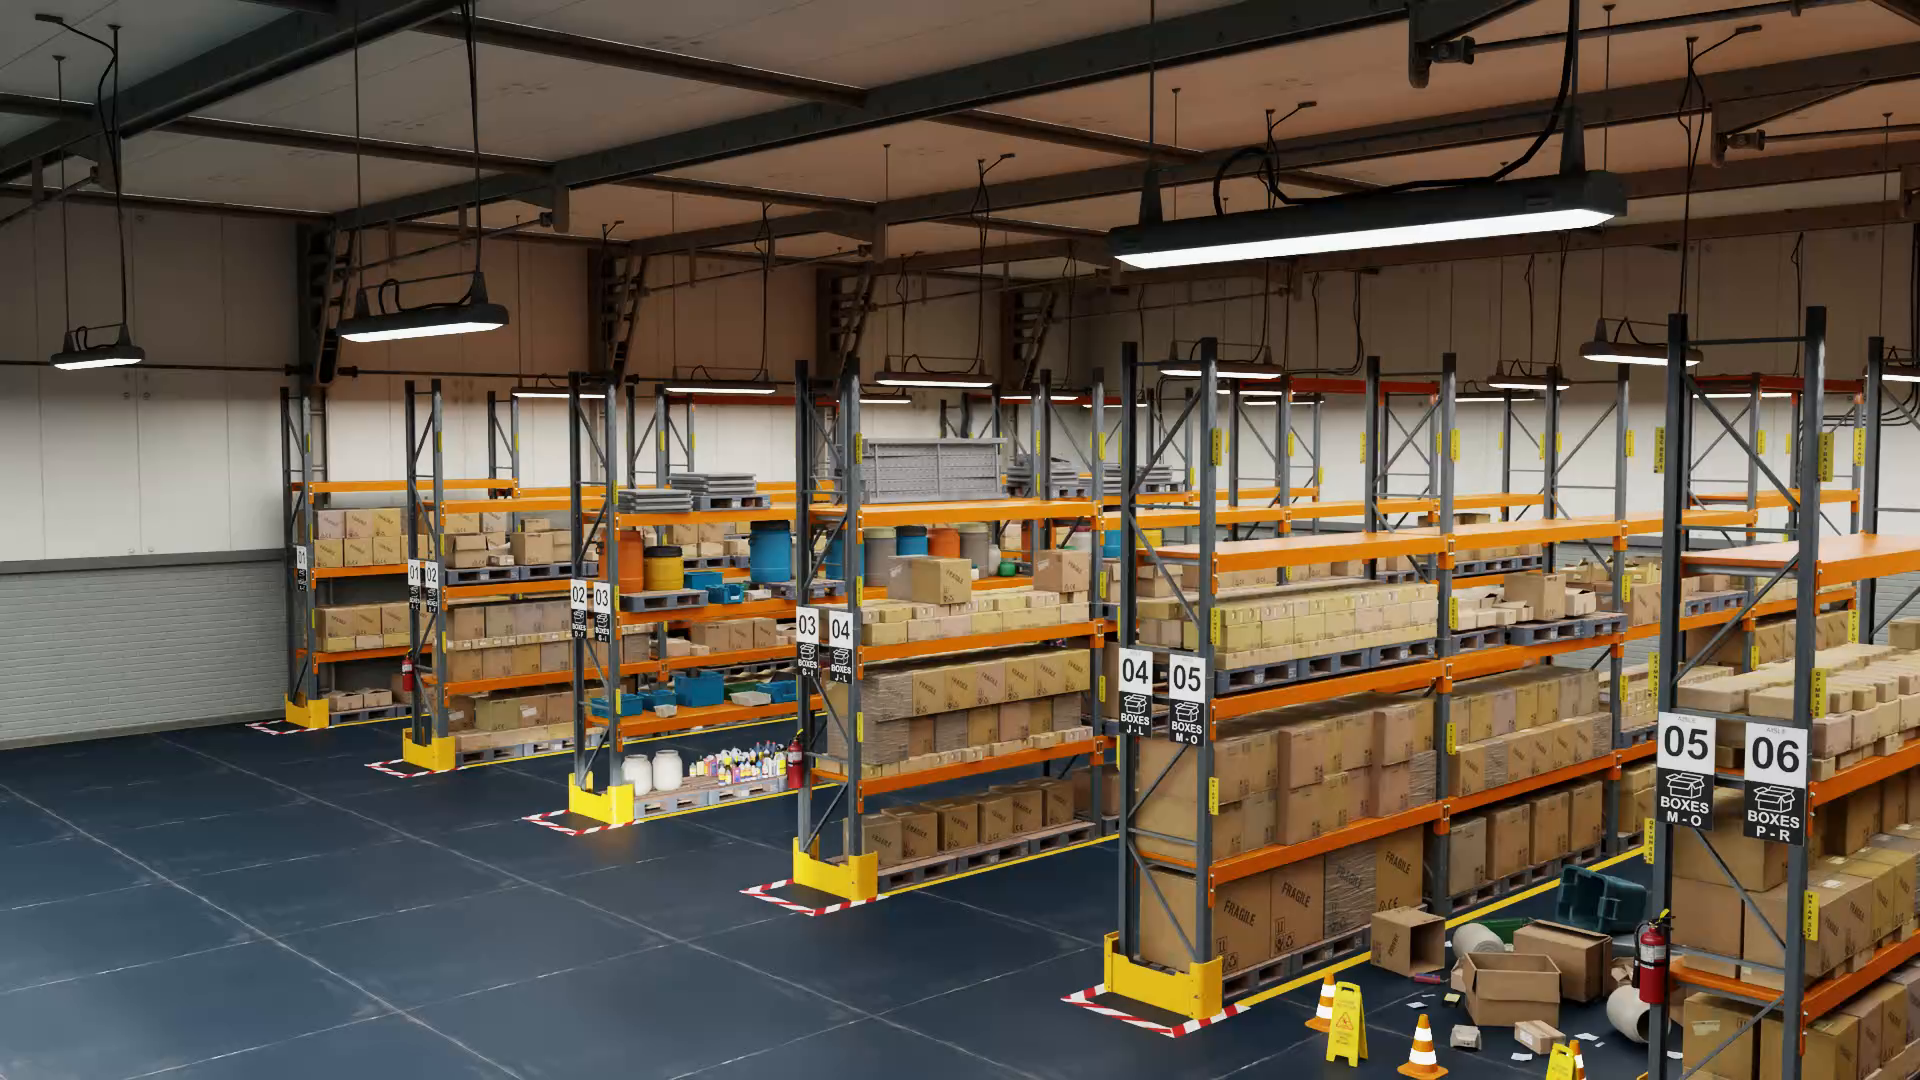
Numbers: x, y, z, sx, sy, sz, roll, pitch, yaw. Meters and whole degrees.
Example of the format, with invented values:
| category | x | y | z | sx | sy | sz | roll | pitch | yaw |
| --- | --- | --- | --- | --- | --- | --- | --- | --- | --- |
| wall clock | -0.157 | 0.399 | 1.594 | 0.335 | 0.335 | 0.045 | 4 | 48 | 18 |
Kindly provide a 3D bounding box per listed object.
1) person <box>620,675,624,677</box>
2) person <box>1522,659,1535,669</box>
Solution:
| category | x | y | z | sx | sy | sz | roll | pitch | yaw |
| --- | --- | --- | --- | --- | --- | --- | --- | --- | --- |
| person | -6.291 | 2.415 | 30.137 | 0.582 | 1.732 | 0.759 | 3 | 5 | 41 |
| person | 8.940 | 2.644 | 26.144 | 0.782 | 1.694 | 0.660 | -4 | 5 | -44 |
